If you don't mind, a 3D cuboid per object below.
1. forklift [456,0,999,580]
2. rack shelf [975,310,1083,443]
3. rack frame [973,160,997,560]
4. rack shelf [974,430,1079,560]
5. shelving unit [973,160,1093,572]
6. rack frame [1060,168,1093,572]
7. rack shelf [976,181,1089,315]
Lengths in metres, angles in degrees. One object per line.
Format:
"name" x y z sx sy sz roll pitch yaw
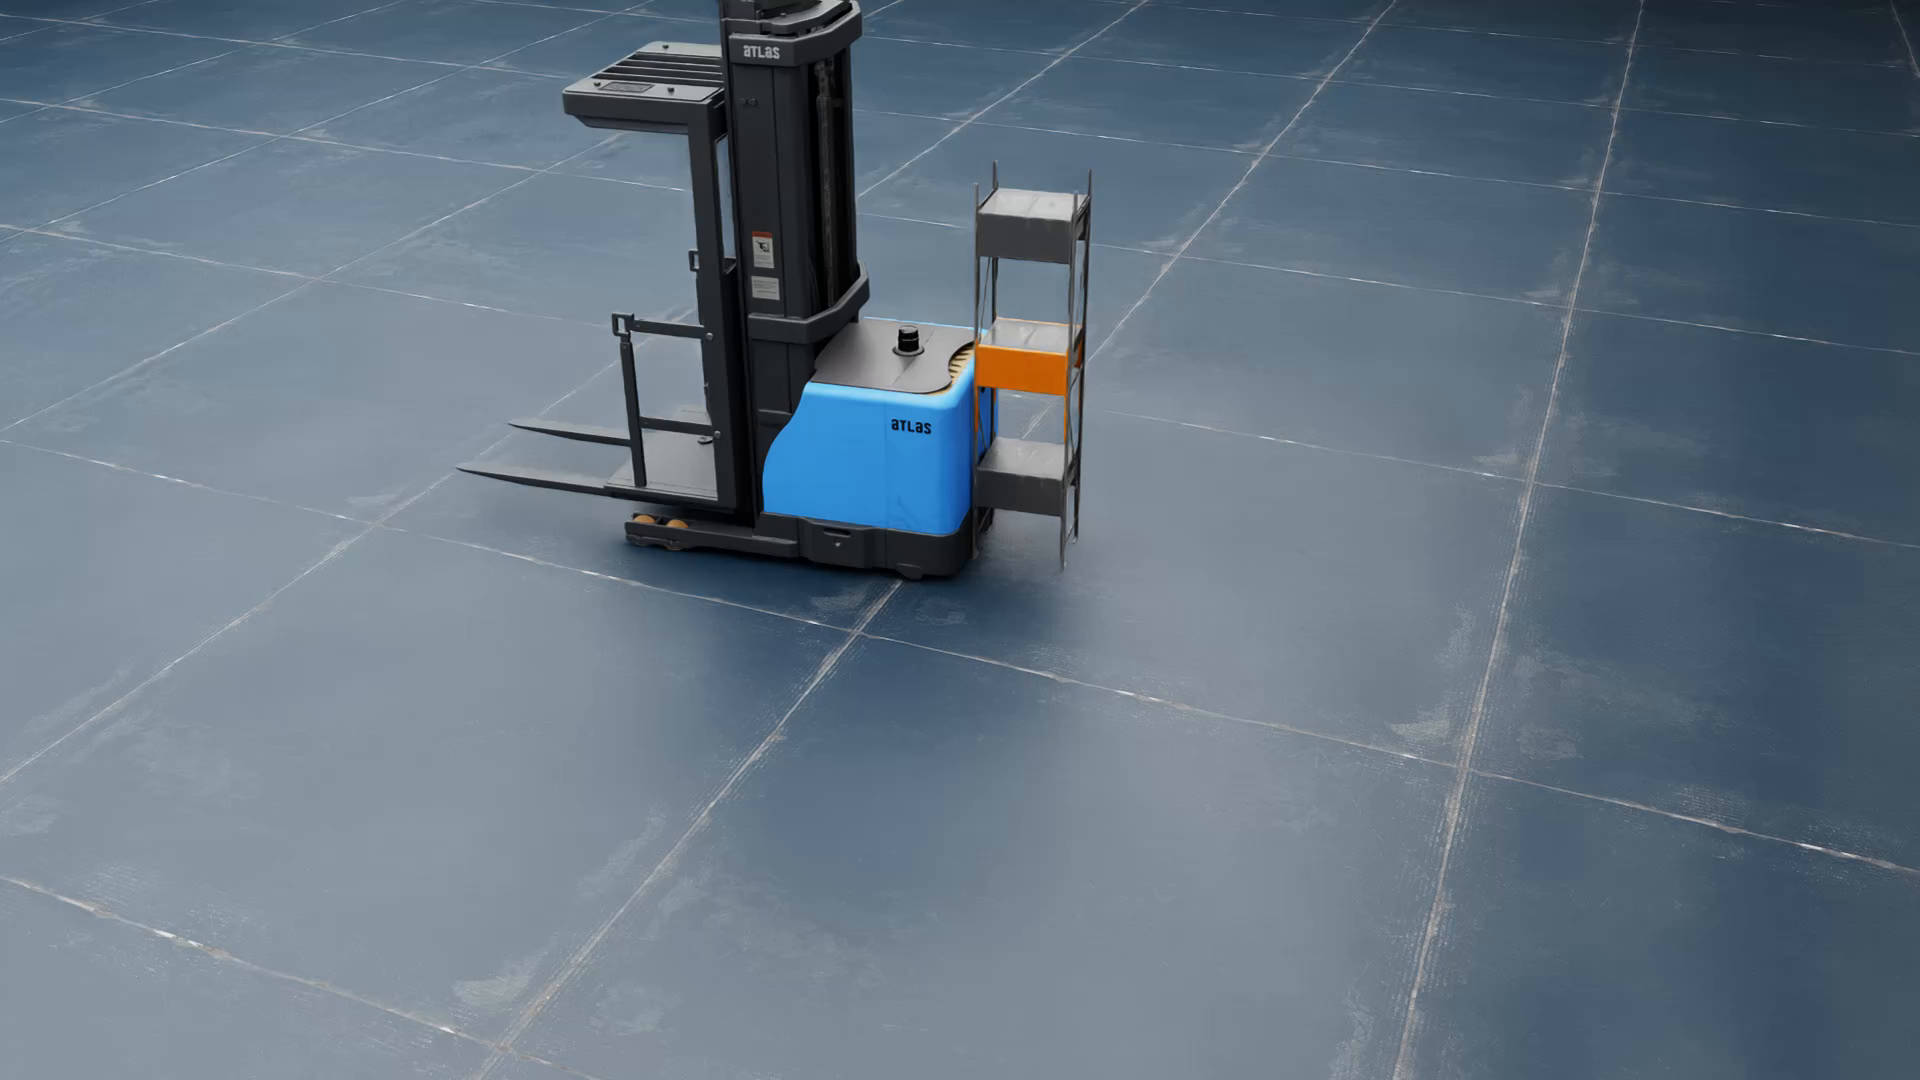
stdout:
"forklift" -1.347 -1.458 8.851 3.031 2.935 1.130 8 30 13
"rack shelf" 0.364 -0.855 8.656 0.480 0.518 0.431 8 30 13
"rack frame" 0.129 -0.899 8.706 0.015 2.100 0.400 8 30 13
"rack shelf" 0.364 -0.245 9.001 0.480 0.518 0.431 8 30 13
"shelving unit" 0.364 -0.867 8.650 0.503 2.100 0.431 8 30 13
"rack frame" 0.599 -0.835 8.593 0.015 2.100 0.400 8 30 13
"rack shelf" 0.364 -1.464 8.312 0.480 0.518 0.431 8 30 13
